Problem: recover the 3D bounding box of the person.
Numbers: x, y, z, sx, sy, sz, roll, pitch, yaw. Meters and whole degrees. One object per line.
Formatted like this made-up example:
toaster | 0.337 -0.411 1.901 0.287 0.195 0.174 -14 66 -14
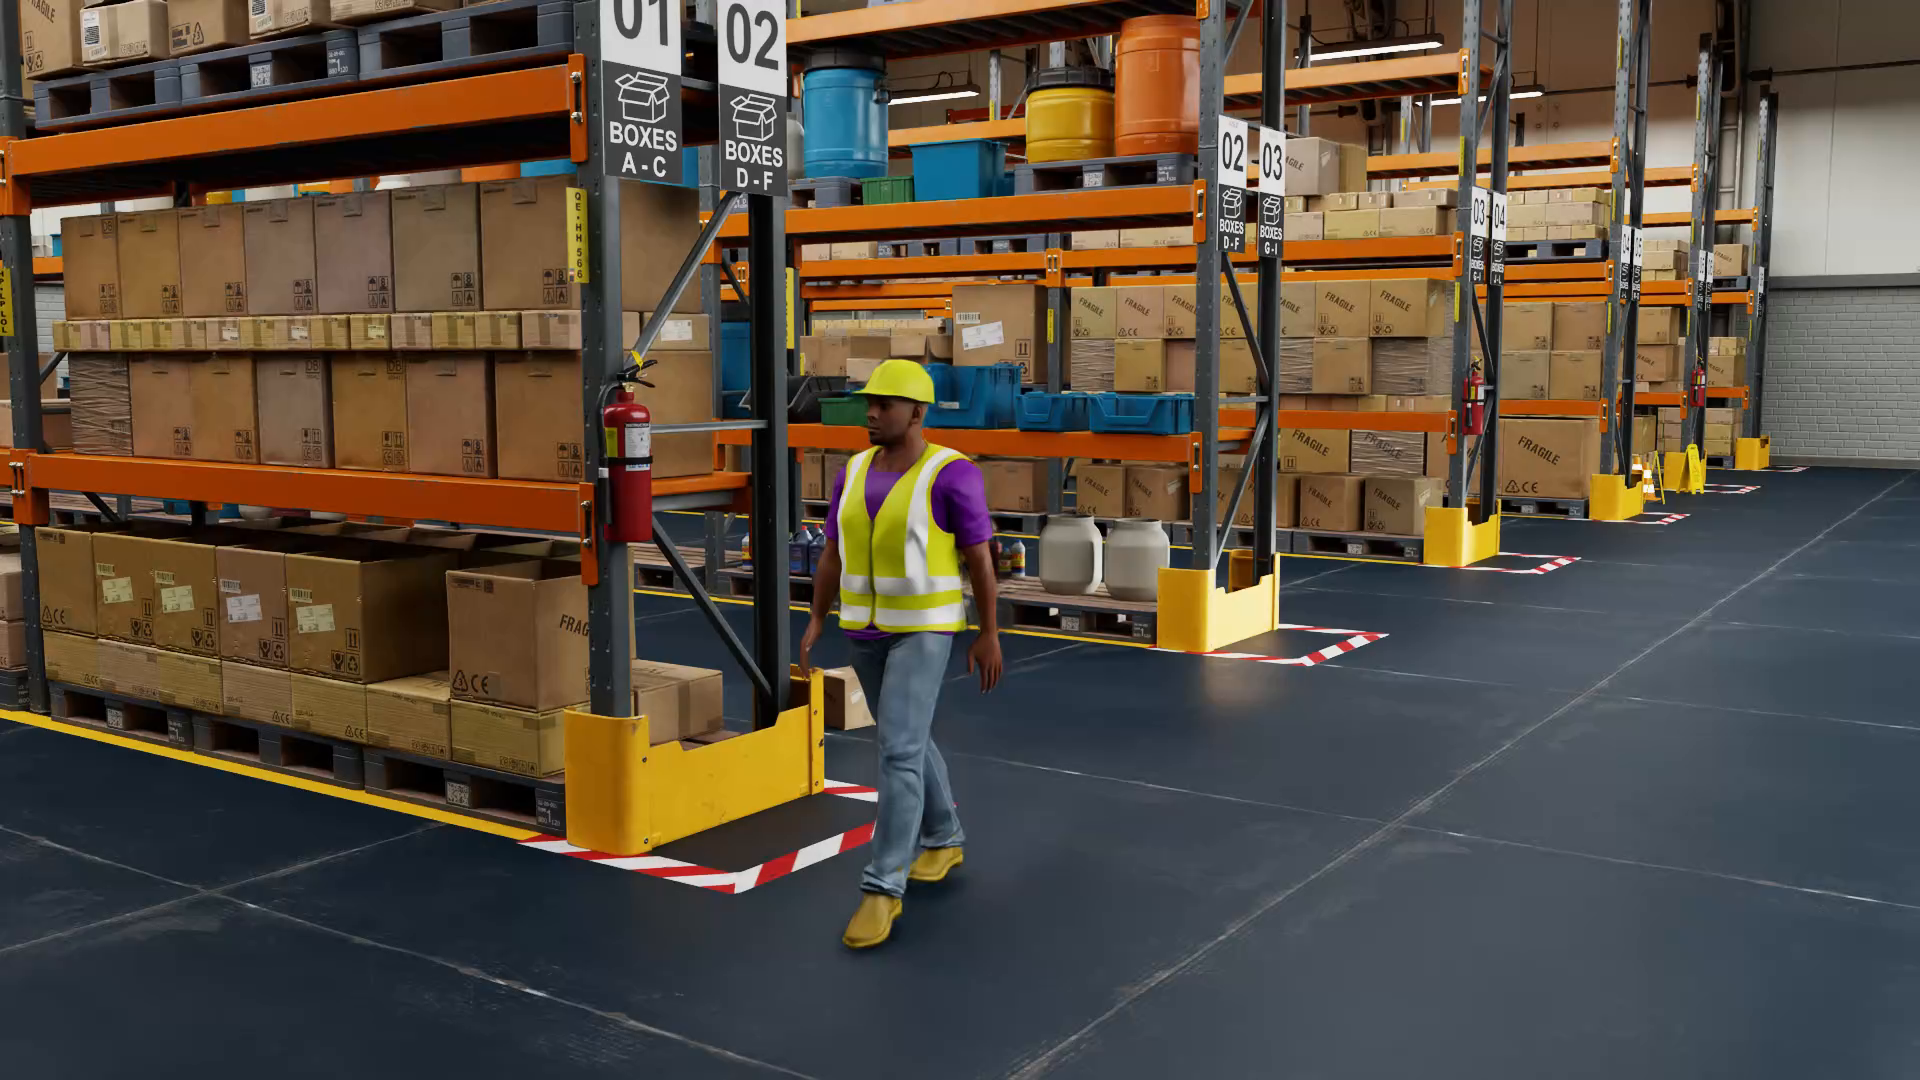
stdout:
person | -0.243 0.301 5.314 0.612 1.747 0.851 4 8 35
